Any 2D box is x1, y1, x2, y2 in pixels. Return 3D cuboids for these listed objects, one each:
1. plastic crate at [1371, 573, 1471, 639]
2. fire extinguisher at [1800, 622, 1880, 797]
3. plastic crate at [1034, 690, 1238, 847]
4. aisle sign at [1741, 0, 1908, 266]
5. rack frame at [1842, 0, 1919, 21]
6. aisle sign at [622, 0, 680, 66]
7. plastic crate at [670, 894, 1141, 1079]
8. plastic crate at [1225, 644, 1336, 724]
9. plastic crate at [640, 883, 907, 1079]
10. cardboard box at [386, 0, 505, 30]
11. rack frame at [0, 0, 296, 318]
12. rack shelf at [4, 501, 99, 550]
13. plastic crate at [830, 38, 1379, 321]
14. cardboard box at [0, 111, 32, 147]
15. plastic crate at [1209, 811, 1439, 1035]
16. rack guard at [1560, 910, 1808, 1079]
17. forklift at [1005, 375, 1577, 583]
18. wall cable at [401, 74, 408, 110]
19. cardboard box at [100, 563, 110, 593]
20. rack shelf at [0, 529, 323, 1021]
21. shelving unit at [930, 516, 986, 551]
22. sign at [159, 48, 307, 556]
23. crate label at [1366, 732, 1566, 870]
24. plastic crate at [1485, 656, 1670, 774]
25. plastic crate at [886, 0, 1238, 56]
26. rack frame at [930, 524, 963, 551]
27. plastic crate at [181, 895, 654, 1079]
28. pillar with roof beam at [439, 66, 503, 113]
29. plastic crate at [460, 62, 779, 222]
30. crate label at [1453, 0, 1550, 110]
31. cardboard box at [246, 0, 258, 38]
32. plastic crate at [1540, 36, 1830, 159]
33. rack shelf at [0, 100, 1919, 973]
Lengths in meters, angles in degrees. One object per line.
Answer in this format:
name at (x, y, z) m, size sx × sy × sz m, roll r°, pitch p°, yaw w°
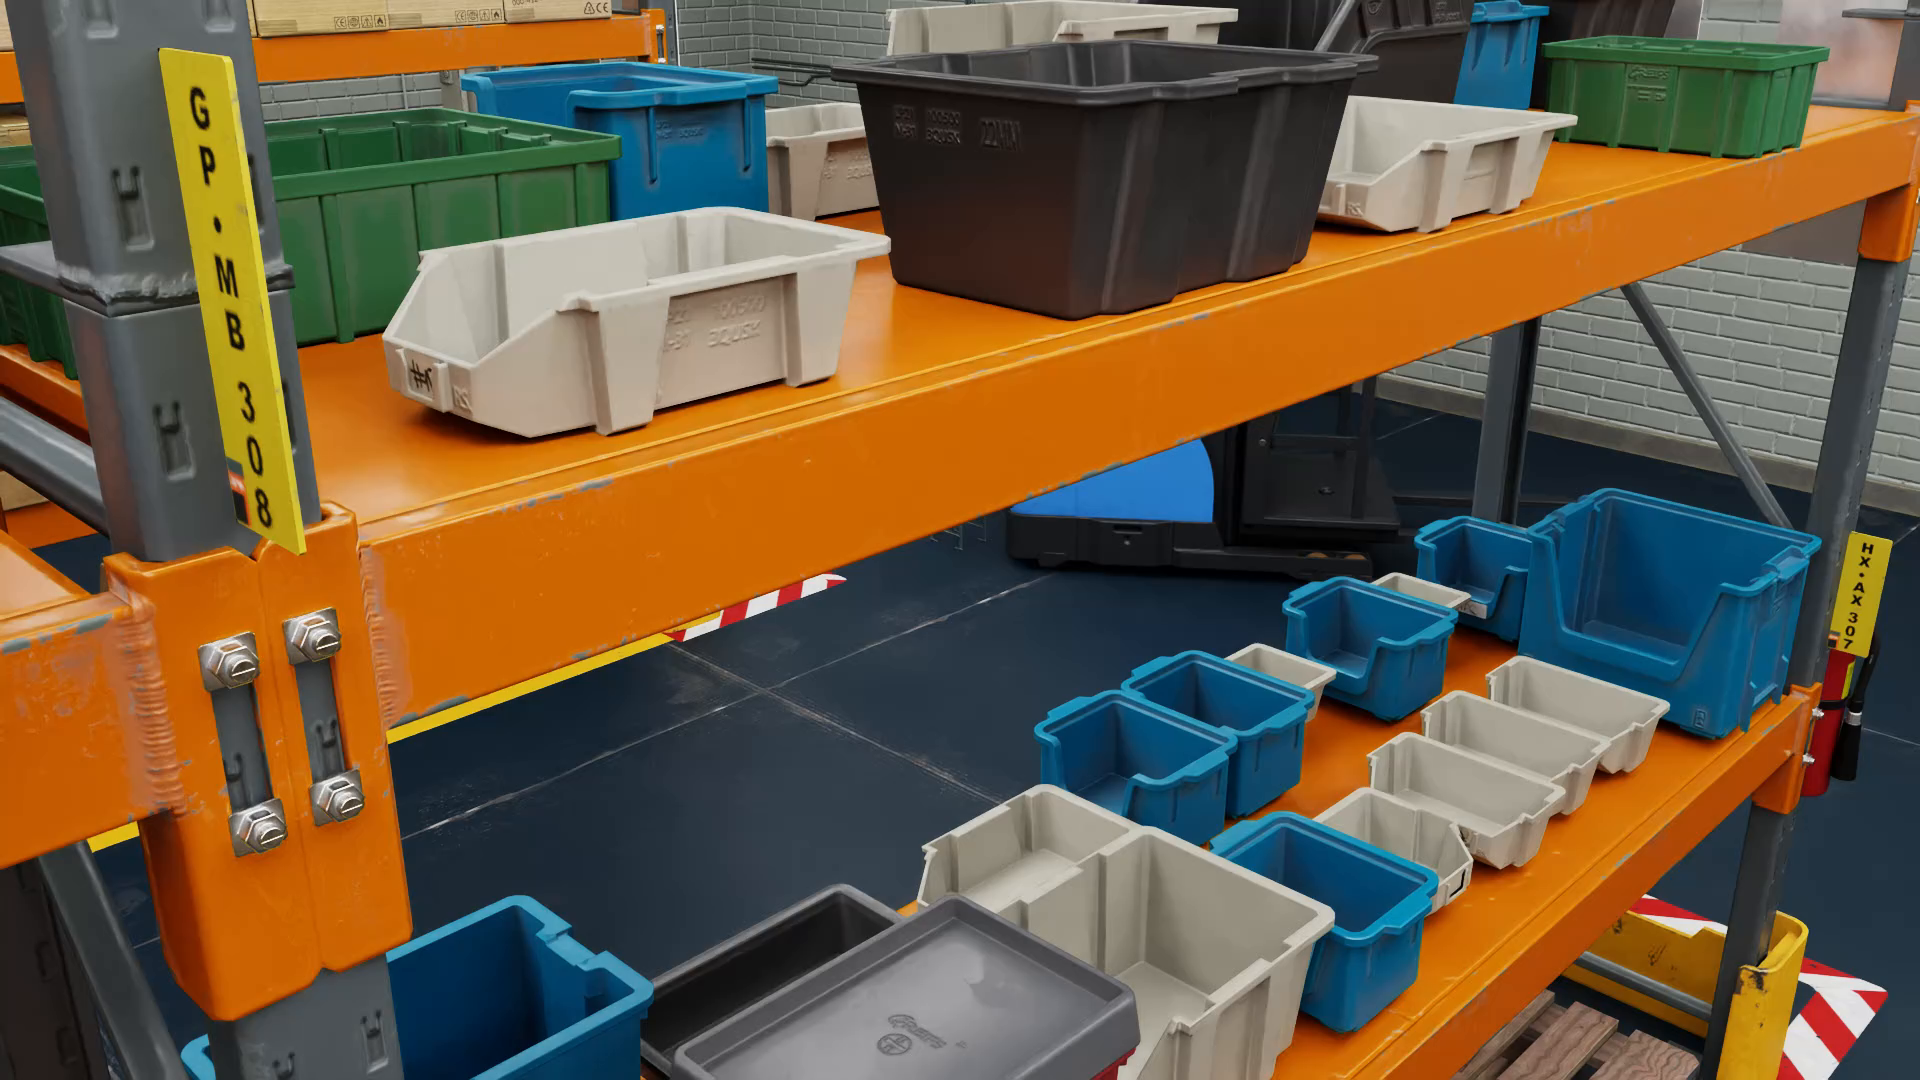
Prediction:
plastic crate at (1.227, 0.222, 4.599) m, size 0.250 × 0.136 × 0.298 m, roll 19°, pitch 28°, yaw 41°
fire extinguisher at (2.349, 0.370, 4.559) m, size 0.296 × 0.674 × 0.183 m, roll 19°, pitch 28°, yaw 41°
plastic crate at (0.382, 0.531, 3.661) m, size 0.416 × 0.233 × 0.300 m, roll 19°, pitch 28°, yaw 41°
aisle sign at (2.178, -1.074, 4.065) m, size 0.394 × 0.787 × 0.004 m, roll 19°, pitch 28°, yaw 41°
rack frame at (1.918, -2.716, 3.597) m, size 1.000 × 3.000 × 0.127 m, roll 19°, pitch 28°, yaw 41°
aisle sign at (-1.361, -2.310, 7.281) m, size 0.394 × 0.787 × 0.004 m, roll 19°, pitch 28°, yaw 41°
plastic crate at (-0.070, 0.888, 2.410) m, size 0.402 × 0.464 × 0.583 m, roll 19°, pitch 28°, yaw 41°
plastic crate at (0.753, 0.397, 4.145) m, size 0.250 × 0.136 × 0.298 m, roll 19°, pitch 28°, yaw 41°
plastic crate at (-0.284, 0.858, 2.961) m, size 0.437 × 0.125 × 0.590 m, roll 19°, pitch 28°, yaw 41°
cardboard box at (-2.155, -2.162, 6.548) m, size 0.500 × 0.250 × 0.500 m, roll 19°, pitch 28°, yaw 41°
rack frame at (-0.873, -1.687, 0.922) m, size 1.000 × 3.000 × 0.127 m, roll 19°, pitch 28°, yaw 41°
rack shelf at (-3.024, -0.306, 6.693) m, size 1.077 × 0.370 × 4.000 m, roll 19°, pitch 28°, yaw 41°
plastic crate at (0.190, -0.477, 2.136) m, size 0.497 × 0.269 × 0.590 m, roll 19°, pitch 28°, yaw 41°
cardboard box at (-6.028, -2.212, 10.229) m, size 0.980 × 0.700 × 0.700 m, roll 19°, pitch 28°, yaw 40°
plastic crate at (0.669, 0.727, 3.152) m, size 0.416 × 0.233 × 0.300 m, roll 19°, pitch 28°, yaw 41°
rack guard at (1.925, 1.242, 5.147) m, size 1.175 × 0.500 × 0.348 m, roll 19°, pitch 28°, yaw 41°
forklift at (1.794, -1.328, 8.445) m, size 3.031 × 2.935 × 1.130 m, roll 3°, pitch 21°, yaw 7°
wall cable at (-4.965, -3.435, 12.415) m, size 0.084 × 1.984 × 1.851 m, roll 19°, pitch 28°, yaw 41°
cardboard box at (-3.112, 0.348, 6.855) m, size 0.797 × 0.503 × 0.637 m, roll 19°, pitch 28°, yaw 41°
rack shelf at (-2.268, 0.563, 0.252) m, size 1.077 × 0.370 × 4.000 m, roll 19°, pitch 28°, yaw 41°
shelving unit at (-0.010, -0.556, 8.850) m, size 0.258 × 1.200 × 0.189 m, roll 19°, pitch 28°, yaw 41°
sign at (-0.480, -0.153, 1.099) m, size 0.100 × 0.325 × 0.005 m, roll 19°, pitch 28°, yaw 41°
crate label at (1.089, 0.583, 3.660) m, size 0.396 × 0.136 × 0.243 m, roll 19°, pitch 28°, yaw 41°
plastic crate at (1.479, 0.435, 4.047) m, size 0.396 × 0.136 × 0.243 m, roll 19°, pitch 28°, yaw 41°
plastic crate at (0.151, -0.768, 2.875) m, size 0.437 × 0.282 × 0.530 m, roll 19°, pitch 28°, yaw 41°
rack frame at (-0.074, -0.533, 8.788) m, size 0.240 × 1.200 × 0.006 m, roll 19°, pitch 28°, yaw 41°
plastic crate at (-0.791, 0.887, 2.525) m, size 0.392 × 0.384 × 0.575 m, roll 19°, pitch 28°, yaw 41°
pillar with roof beam at (-0.832, -5.028, 9.614) m, size 9.100 × 9.000 × 0.400 m, roll 19°, pitch 28°, yaw 41°
plastic crate at (-0.466, -0.523, 2.307) m, size 0.416 × 0.233 × 0.300 m, roll 19°, pitch 28°, yaw 41°
crate label at (1.043, -1.090, 3.756) m, size 0.408 × 0.251 × 0.502 m, roll 19°, pitch 28°, yaw 41°
cardboard box at (-2.854, -1.906, 5.881) m, size 0.500 × 0.250 × 0.500 m, roll 19°, pitch 28°, yaw 41°
plastic crate at (1.434, -0.892, 3.328) m, size 0.450 × 0.188 × 0.336 m, roll 19°, pitch 28°, yaw 41°
rack shelf at (0.523, -0.466, 2.927) m, size 1.077 × 0.370 × 4.000 m, roll 19°, pitch 28°, yaw 41°
